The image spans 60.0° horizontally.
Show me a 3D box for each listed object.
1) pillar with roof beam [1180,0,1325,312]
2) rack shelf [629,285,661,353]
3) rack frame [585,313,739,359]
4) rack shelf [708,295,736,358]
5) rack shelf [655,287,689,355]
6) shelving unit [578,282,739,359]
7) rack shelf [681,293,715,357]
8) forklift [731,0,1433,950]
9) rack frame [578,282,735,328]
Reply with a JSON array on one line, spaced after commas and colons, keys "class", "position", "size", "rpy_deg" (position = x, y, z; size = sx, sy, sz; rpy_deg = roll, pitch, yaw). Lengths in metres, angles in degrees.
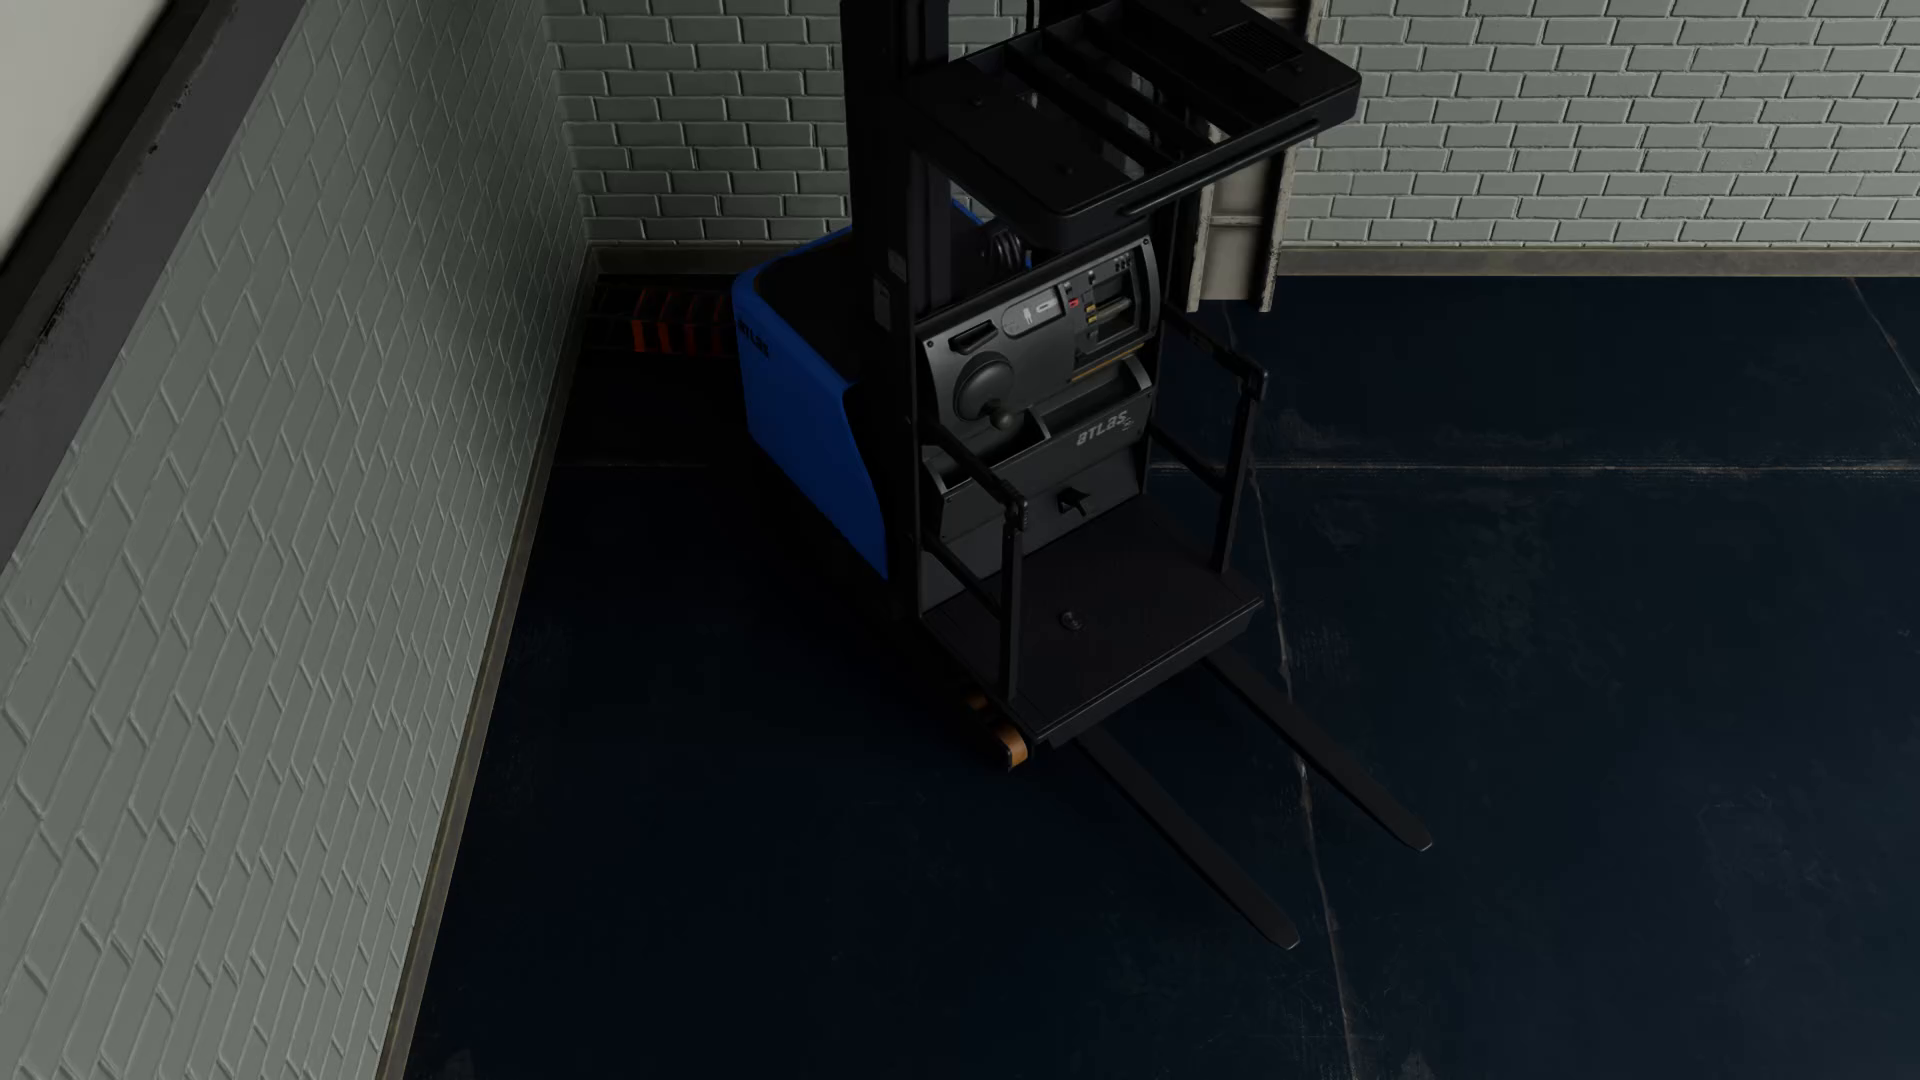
[{"class": "pillar with roof beam", "position": [1.231, -1.091, 1.617], "size": [0.400, 9.000, 9.100], "rpy_deg": [0, 47, 0]}, {"class": "rack shelf", "position": [-1.410, -1.004, 7.553], "size": [0.103, 0.180, 0.258], "rpy_deg": [5, 47, 5]}, {"class": "rack frame", "position": [-1.096, -0.915, 7.593], "size": [1.200, 0.006, 0.240], "rpy_deg": [5, 47, 5]}, {"class": "rack shelf", "position": [-1.053, -0.974, 7.522], "size": [0.103, 0.180, 0.258], "rpy_deg": [5, 47, 5]}, {"class": "rack shelf", "position": [-1.291, -0.994, 7.543], "size": [0.103, 0.180, 0.258], "rpy_deg": [5, 47, 5]}, {"class": "shelving unit", "position": [-1.097, -0.978, 7.526], "size": [1.200, 0.189, 0.258], "rpy_deg": [5, 47, 5]}, {"class": "rack shelf", "position": [-1.172, -0.984, 7.533], "size": [0.103, 0.180, 0.258], "rpy_deg": [5, 47, 5]}, {"class": "forklift", "position": [0.404, -0.590, 5.297], "size": [1.130, 2.935, 3.031], "rpy_deg": [-28, 53, -24]}, {"class": "rack frame", "position": [-1.097, -1.040, 7.459], "size": [1.200, 0.006, 0.240], "rpy_deg": [5, 47, 5]}]
